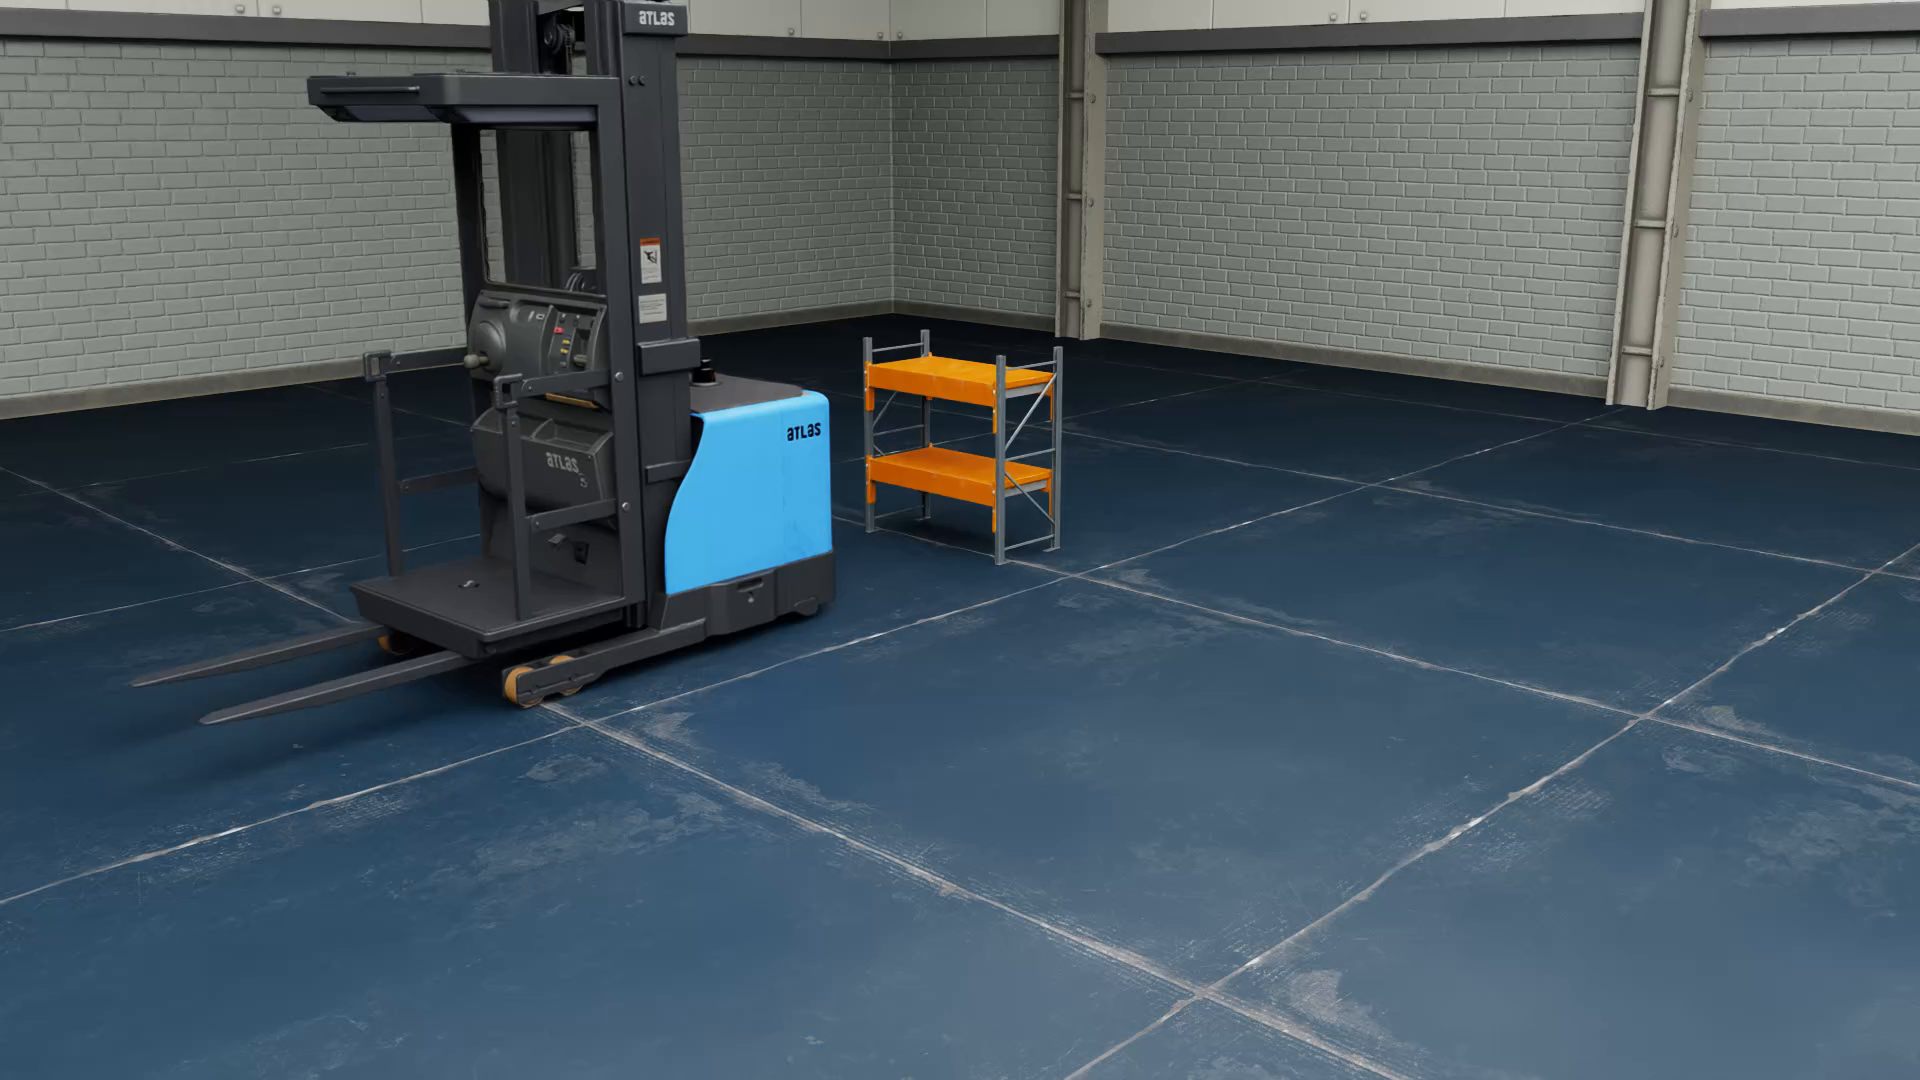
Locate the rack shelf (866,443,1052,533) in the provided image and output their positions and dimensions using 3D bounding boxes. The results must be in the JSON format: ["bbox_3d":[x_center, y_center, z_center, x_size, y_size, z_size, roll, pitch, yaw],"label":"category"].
[{"bbox_3d":[0.005,-0.307,9.347,1.000,0.278,0.538,14,20,42],"label":"rack shelf"}]

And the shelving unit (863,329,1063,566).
[{"bbox_3d":[0.005,-0.543,9.286,1.048,1.125,0.538,14,20,42],"label":"shelving unit"}]

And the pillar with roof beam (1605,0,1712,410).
[{"bbox_3d":[2.591,-4.689,9.581,0.400,9.000,9.100,14,20,42],"label":"pillar with roof beam"}]

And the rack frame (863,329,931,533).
[{"bbox_3d":[-0.361,-0.632,9.627,0.032,1.125,0.500,14,20,42],"label":"rack frame"}]

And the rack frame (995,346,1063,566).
[{"bbox_3d":[0.371,-0.454,8.944,0.032,1.125,0.500,14,20,42],"label":"rack frame"}]

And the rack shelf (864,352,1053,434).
[{"bbox_3d":[0.005,-0.826,9.212,1.000,0.278,0.538,14,20,42],"label":"rack shelf"}]

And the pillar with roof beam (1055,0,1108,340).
[{"bbox_3d":[-1.728,-5.739,13.611,0.400,9.000,9.100,14,20,42],"label":"pillar with roof beam"}]

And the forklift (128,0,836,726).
[{"bbox_3d":[-1.961,-0.878,6.988,1.130,2.935,3.031,13,19,40],"label":"forklift"}]
